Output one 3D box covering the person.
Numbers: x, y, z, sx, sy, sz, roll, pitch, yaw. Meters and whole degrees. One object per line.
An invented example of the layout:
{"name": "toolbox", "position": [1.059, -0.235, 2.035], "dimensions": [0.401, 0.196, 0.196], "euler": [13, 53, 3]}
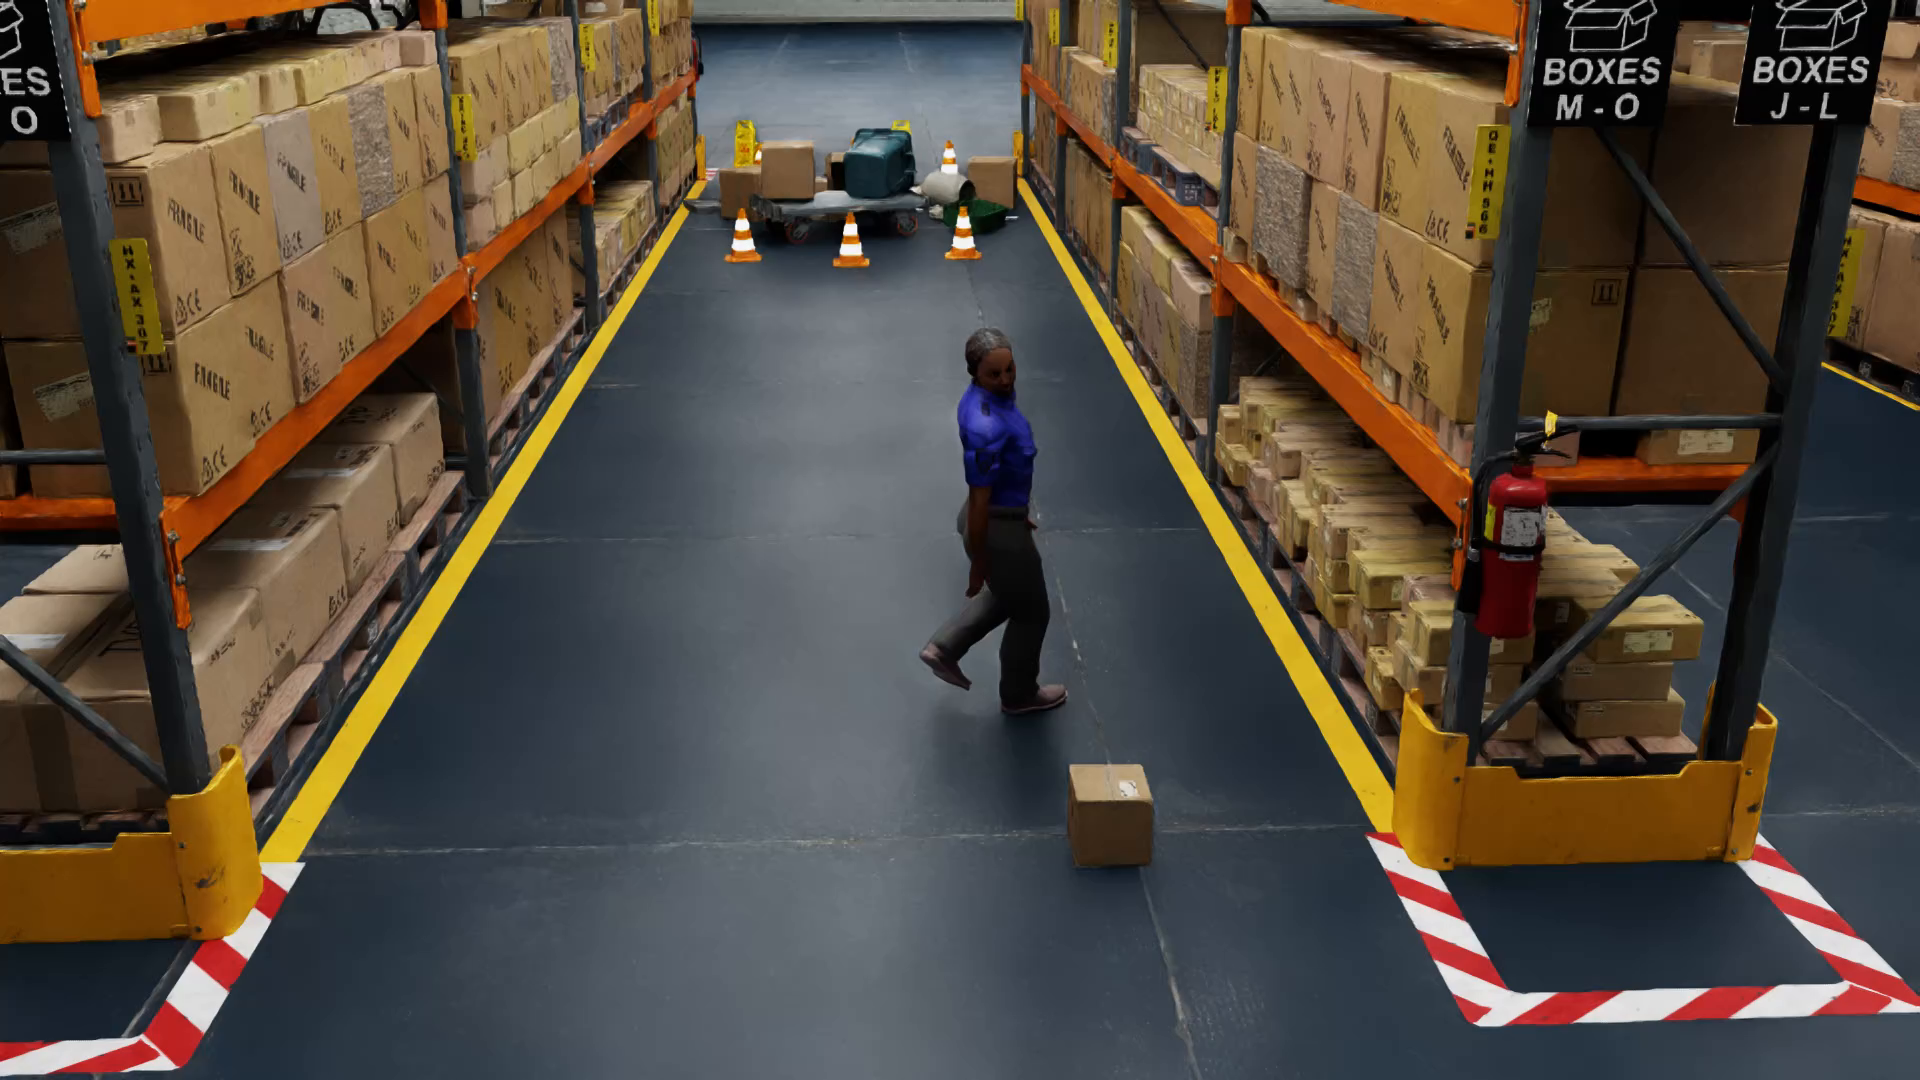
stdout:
{"name": "person", "position": [0.159, -0.034, 6.224], "dimensions": [0.606, 1.611, 0.523], "euler": [-3, 21, -8]}
